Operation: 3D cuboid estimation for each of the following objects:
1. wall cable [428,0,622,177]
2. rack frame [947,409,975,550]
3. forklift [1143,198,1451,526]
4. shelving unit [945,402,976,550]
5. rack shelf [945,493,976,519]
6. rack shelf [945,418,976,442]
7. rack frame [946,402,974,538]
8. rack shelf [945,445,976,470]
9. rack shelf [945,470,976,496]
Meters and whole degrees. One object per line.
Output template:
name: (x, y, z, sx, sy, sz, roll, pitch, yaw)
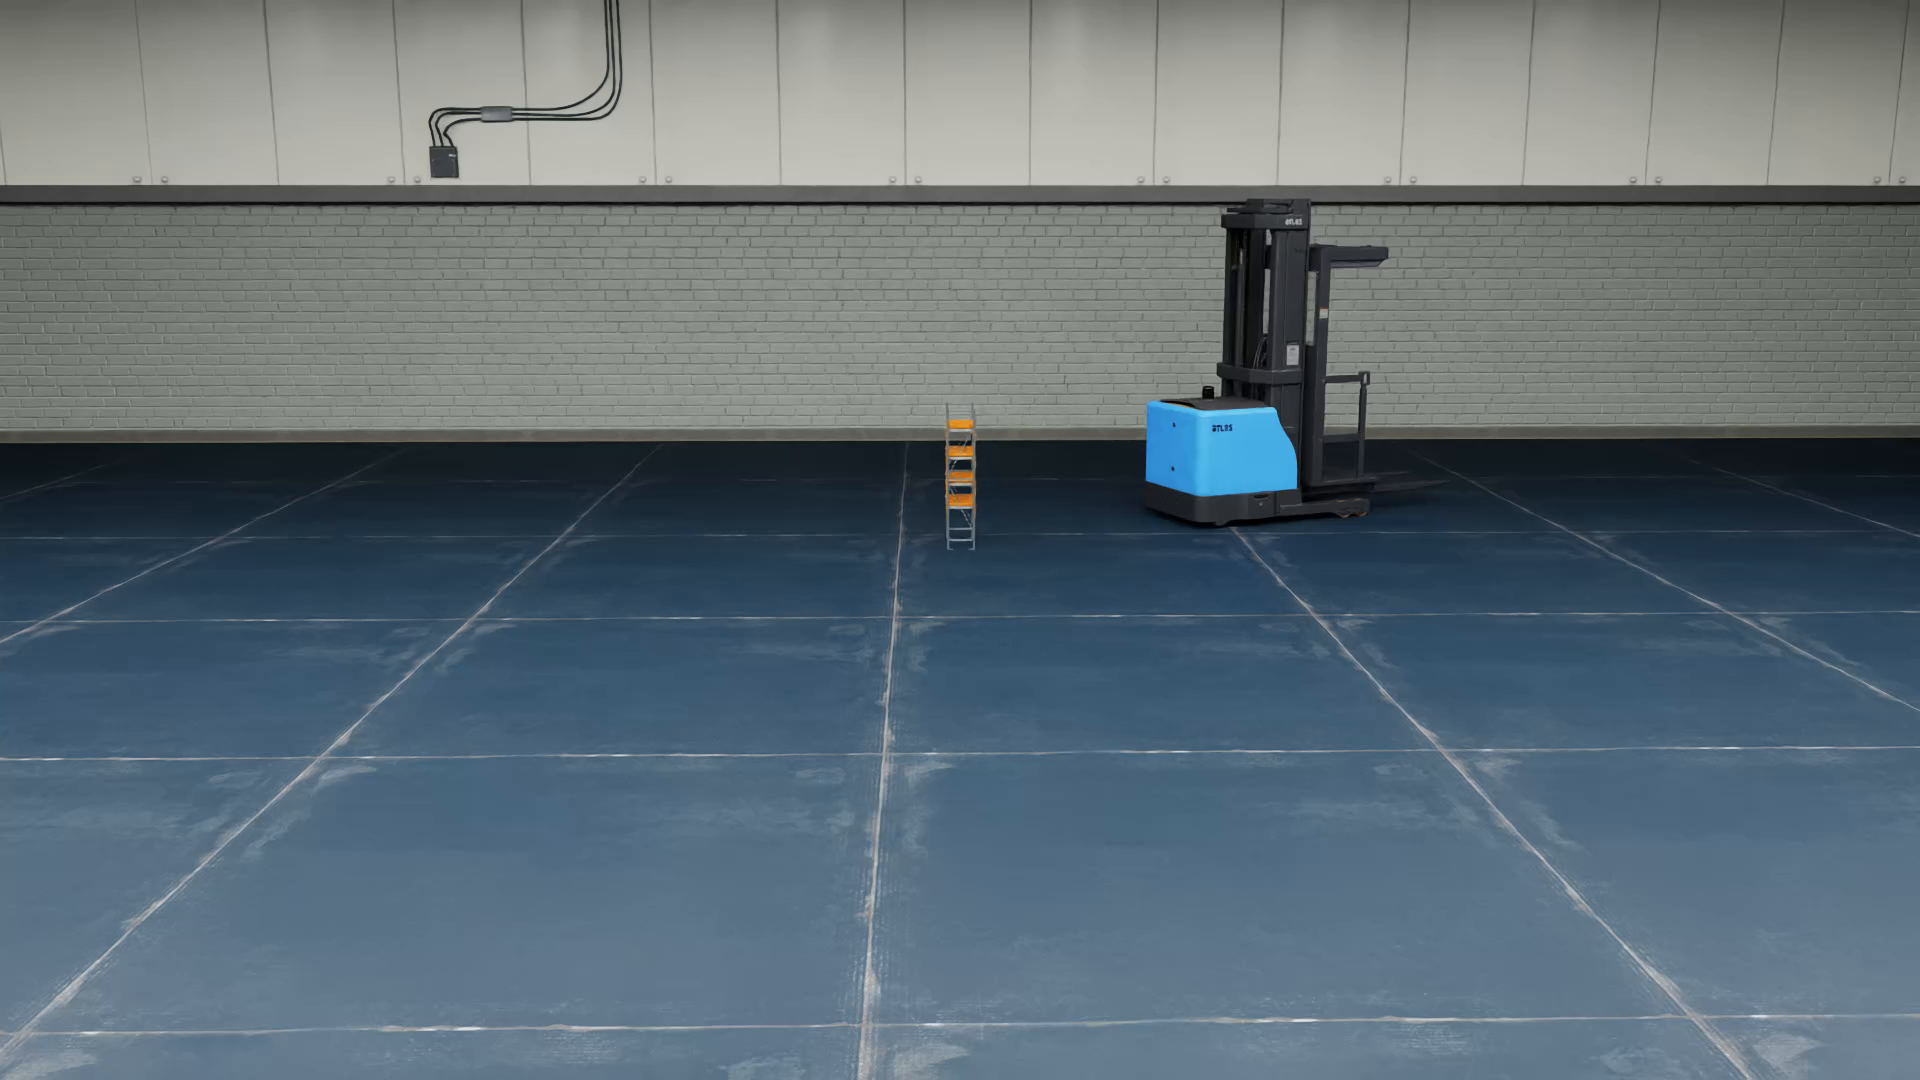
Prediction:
wall cable: (-5.153, -7.284, 19.276, 2.305, 6.003, 0.169, 0, 11, -1)
rack frame: (0.008, -0.507, 14.039, 0.240, 1.200, 0.015, 0, 11, -1)
forklift: (3.306, -1.735, 15.738, 3.031, 2.935, 1.130, -5, 13, -24)
shelving unit: (0.003, -0.555, 14.278, 0.258, 1.200, 0.503, 0, 11, -1)
rack shelf: (0.003, -0.295, 14.330, 0.258, 0.148, 0.480, 0, 11, -1)
rack shelf: (0.003, -0.940, 14.199, 0.258, 0.148, 0.480, 0, 11, -1)
rack frame: (-0.002, -0.604, 14.517, 0.240, 1.200, 0.015, 0, 11, -1)
rack shelf: (0.003, -0.708, 14.247, 0.258, 0.148, 0.480, 0, 11, -1)
rack shelf: (0.003, -0.489, 14.291, 0.258, 0.148, 0.480, 0, 11, -1)
